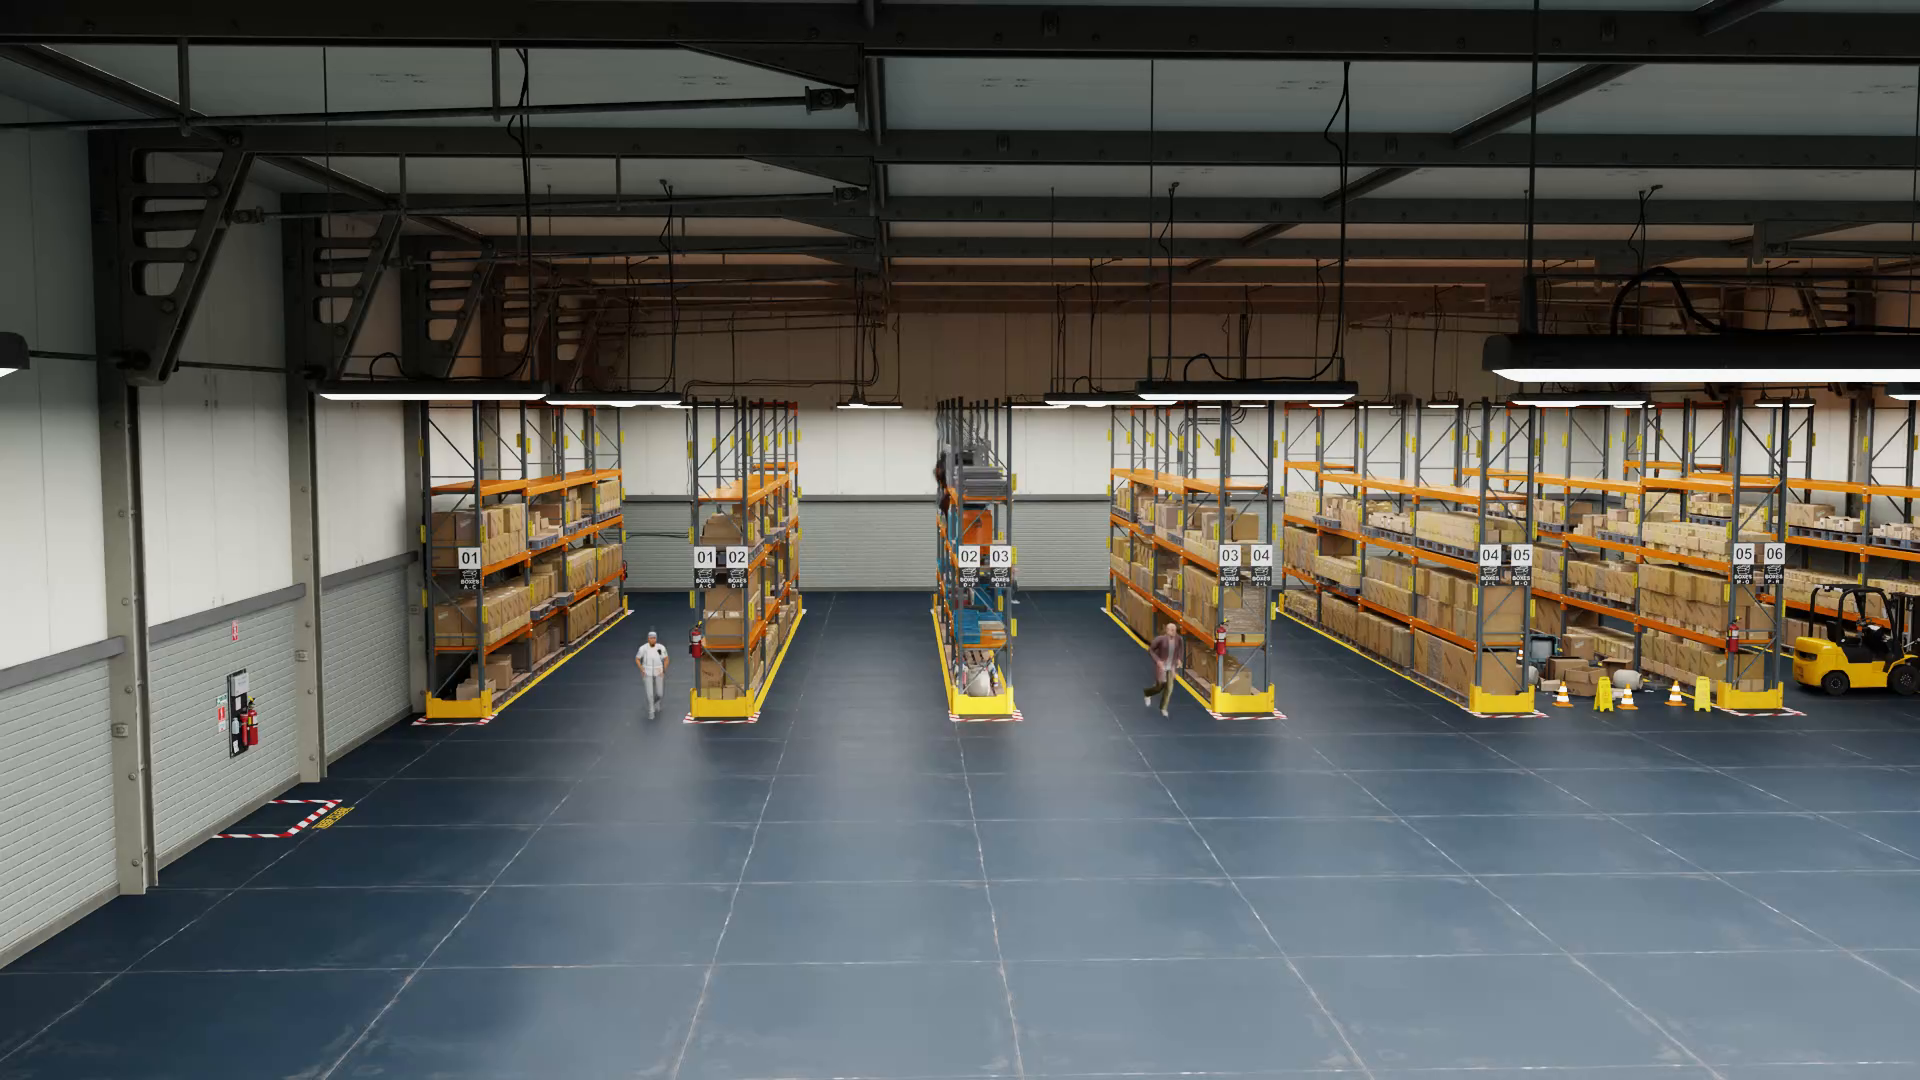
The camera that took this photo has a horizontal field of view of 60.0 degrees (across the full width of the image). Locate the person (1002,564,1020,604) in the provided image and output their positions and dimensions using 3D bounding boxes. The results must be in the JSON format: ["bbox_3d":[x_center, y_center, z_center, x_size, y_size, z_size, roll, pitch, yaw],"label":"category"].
[{"bbox_3d":[1.458,1.112,49.539,0.696,1.565,0.553,1,4,9],"label":"person"}]

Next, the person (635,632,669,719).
[{"bbox_3d":[-5.771,2.516,31.172,0.628,1.633,0.589,-1,5,-16],"label":"person"}]

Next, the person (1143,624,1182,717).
[{"bbox_3d":[3.883,2.431,31.600,0.749,1.733,0.959,-2,5,-26],"label":"person"}]

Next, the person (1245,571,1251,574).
[{"bbox_3d":[7.878,1.365,45.691,0.625,1.654,0.723,-1,4,-7],"label":"person"}]
